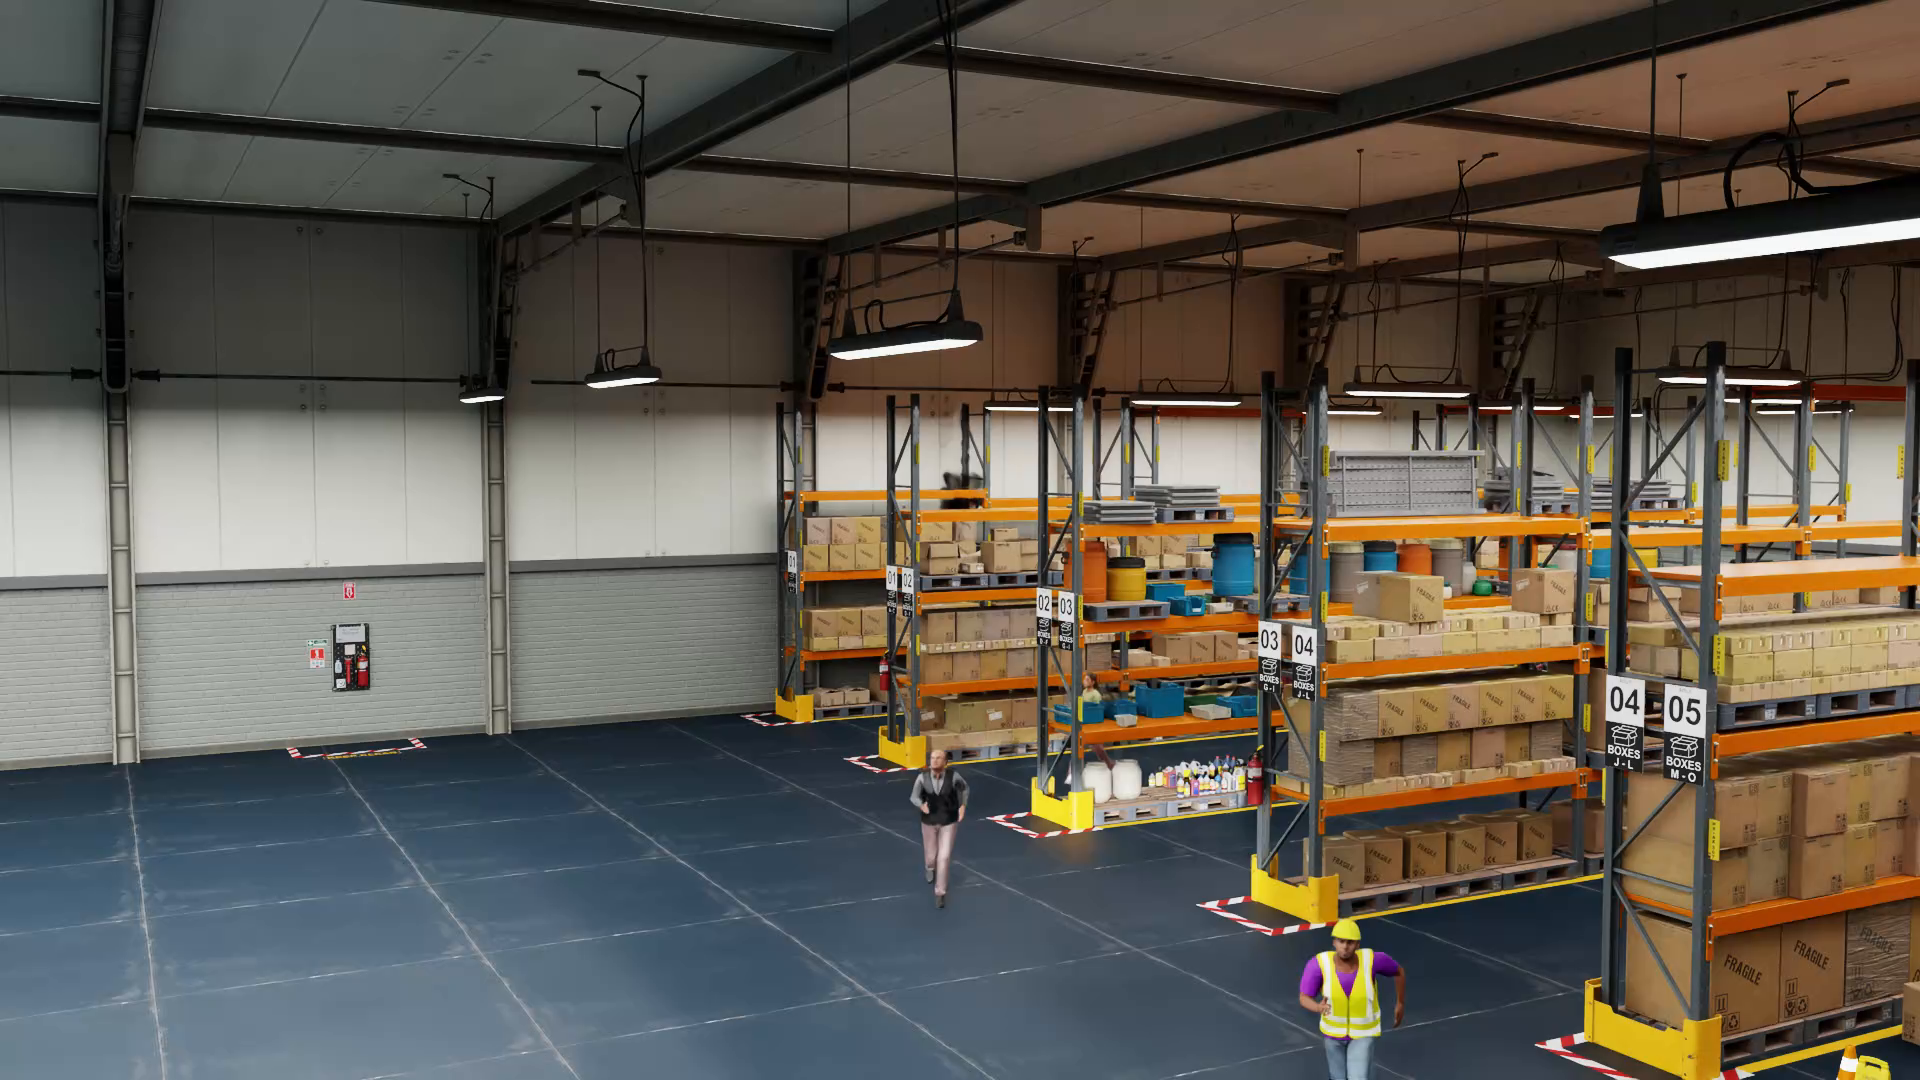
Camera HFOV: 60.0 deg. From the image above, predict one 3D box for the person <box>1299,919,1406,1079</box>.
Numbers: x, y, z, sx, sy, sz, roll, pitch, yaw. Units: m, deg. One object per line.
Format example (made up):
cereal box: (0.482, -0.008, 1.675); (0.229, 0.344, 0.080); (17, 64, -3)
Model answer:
person: (2.837, 3.600, 12.073); (0.732, 1.755, 0.809); (1, 3, 19)

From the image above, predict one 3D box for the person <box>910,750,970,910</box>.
person: (-0.227, 3.270, 18.940); (0.669, 1.661, 0.949); (0, 3, 6)

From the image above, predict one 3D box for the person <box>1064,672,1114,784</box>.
person: (1.983, 2.861, 25.453); (0.907, 1.681, 0.564); (-2, 4, -38)
